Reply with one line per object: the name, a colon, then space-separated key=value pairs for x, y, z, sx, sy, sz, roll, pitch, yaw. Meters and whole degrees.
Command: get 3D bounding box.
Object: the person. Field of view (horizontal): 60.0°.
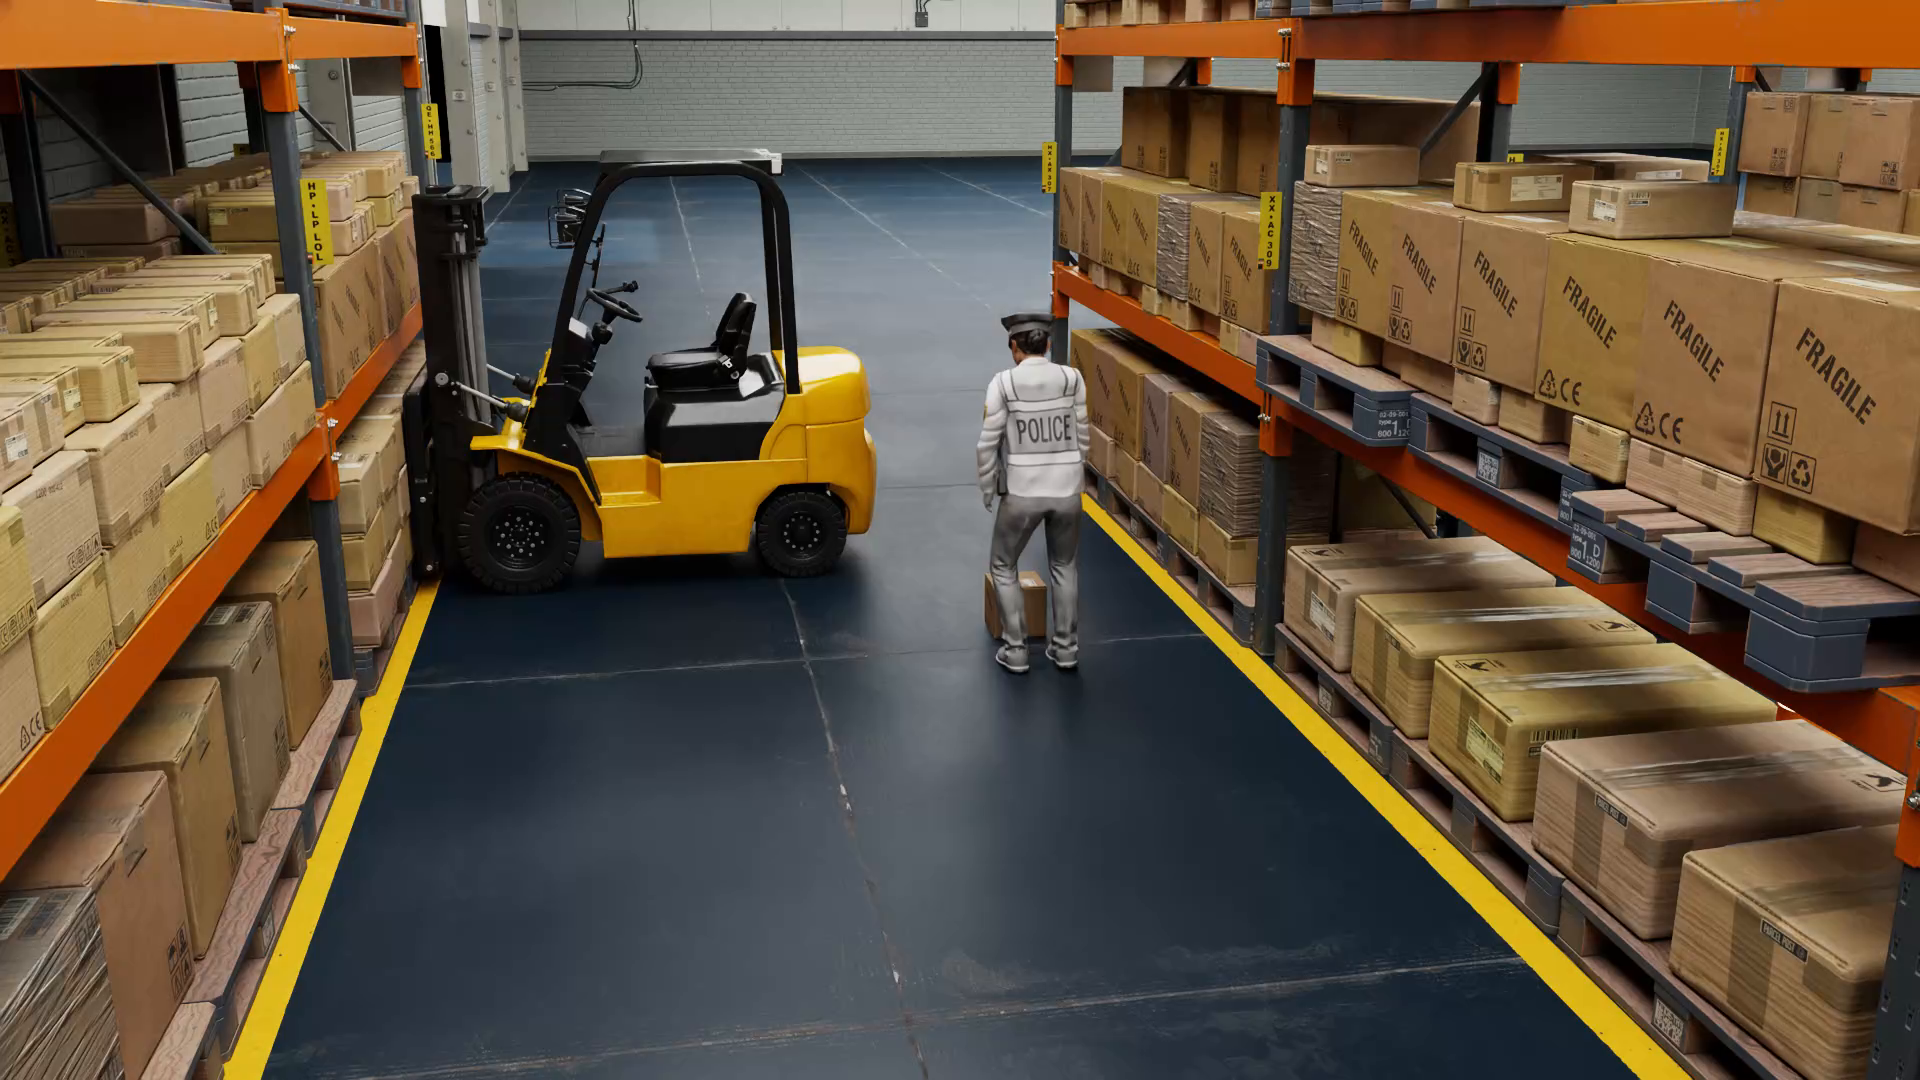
person: x=0.320 y=-0.205 z=7.357 sx=0.508 sy=1.604 sz=0.481 roll=-3 pitch=17 yaw=-9
